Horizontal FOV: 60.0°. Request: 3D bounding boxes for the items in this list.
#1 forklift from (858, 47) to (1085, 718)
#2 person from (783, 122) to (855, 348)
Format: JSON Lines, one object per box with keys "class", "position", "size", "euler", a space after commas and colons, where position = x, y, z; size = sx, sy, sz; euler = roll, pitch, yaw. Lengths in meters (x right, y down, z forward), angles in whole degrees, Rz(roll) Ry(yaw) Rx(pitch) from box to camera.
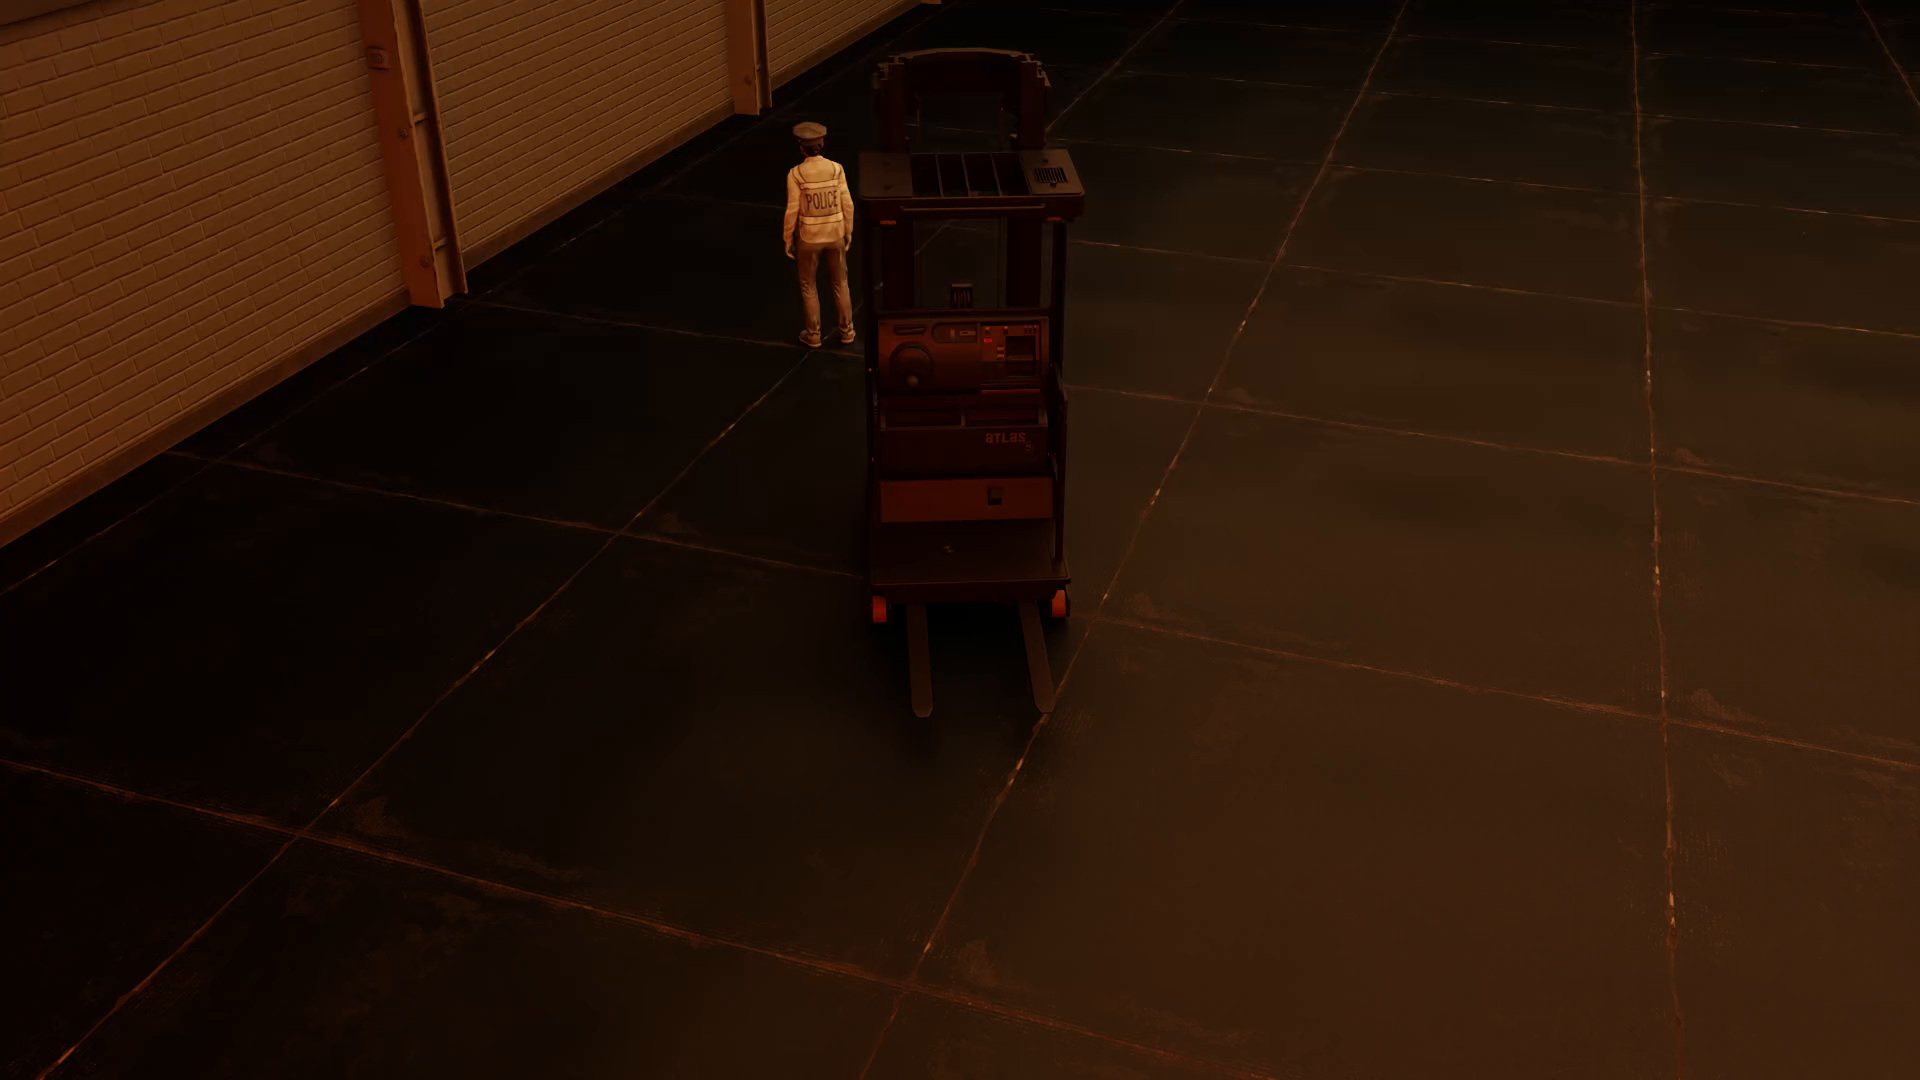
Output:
{"class": "forklift", "position": [0.035, -0.972, 8.842], "size": [1.130, 2.935, 3.031], "euler": [-2, 30, -3]}
{"class": "person", "position": [-1.045, -2.240, 12.345], "size": [0.547, 1.667, 0.369], "euler": [-10, 31, -17]}
